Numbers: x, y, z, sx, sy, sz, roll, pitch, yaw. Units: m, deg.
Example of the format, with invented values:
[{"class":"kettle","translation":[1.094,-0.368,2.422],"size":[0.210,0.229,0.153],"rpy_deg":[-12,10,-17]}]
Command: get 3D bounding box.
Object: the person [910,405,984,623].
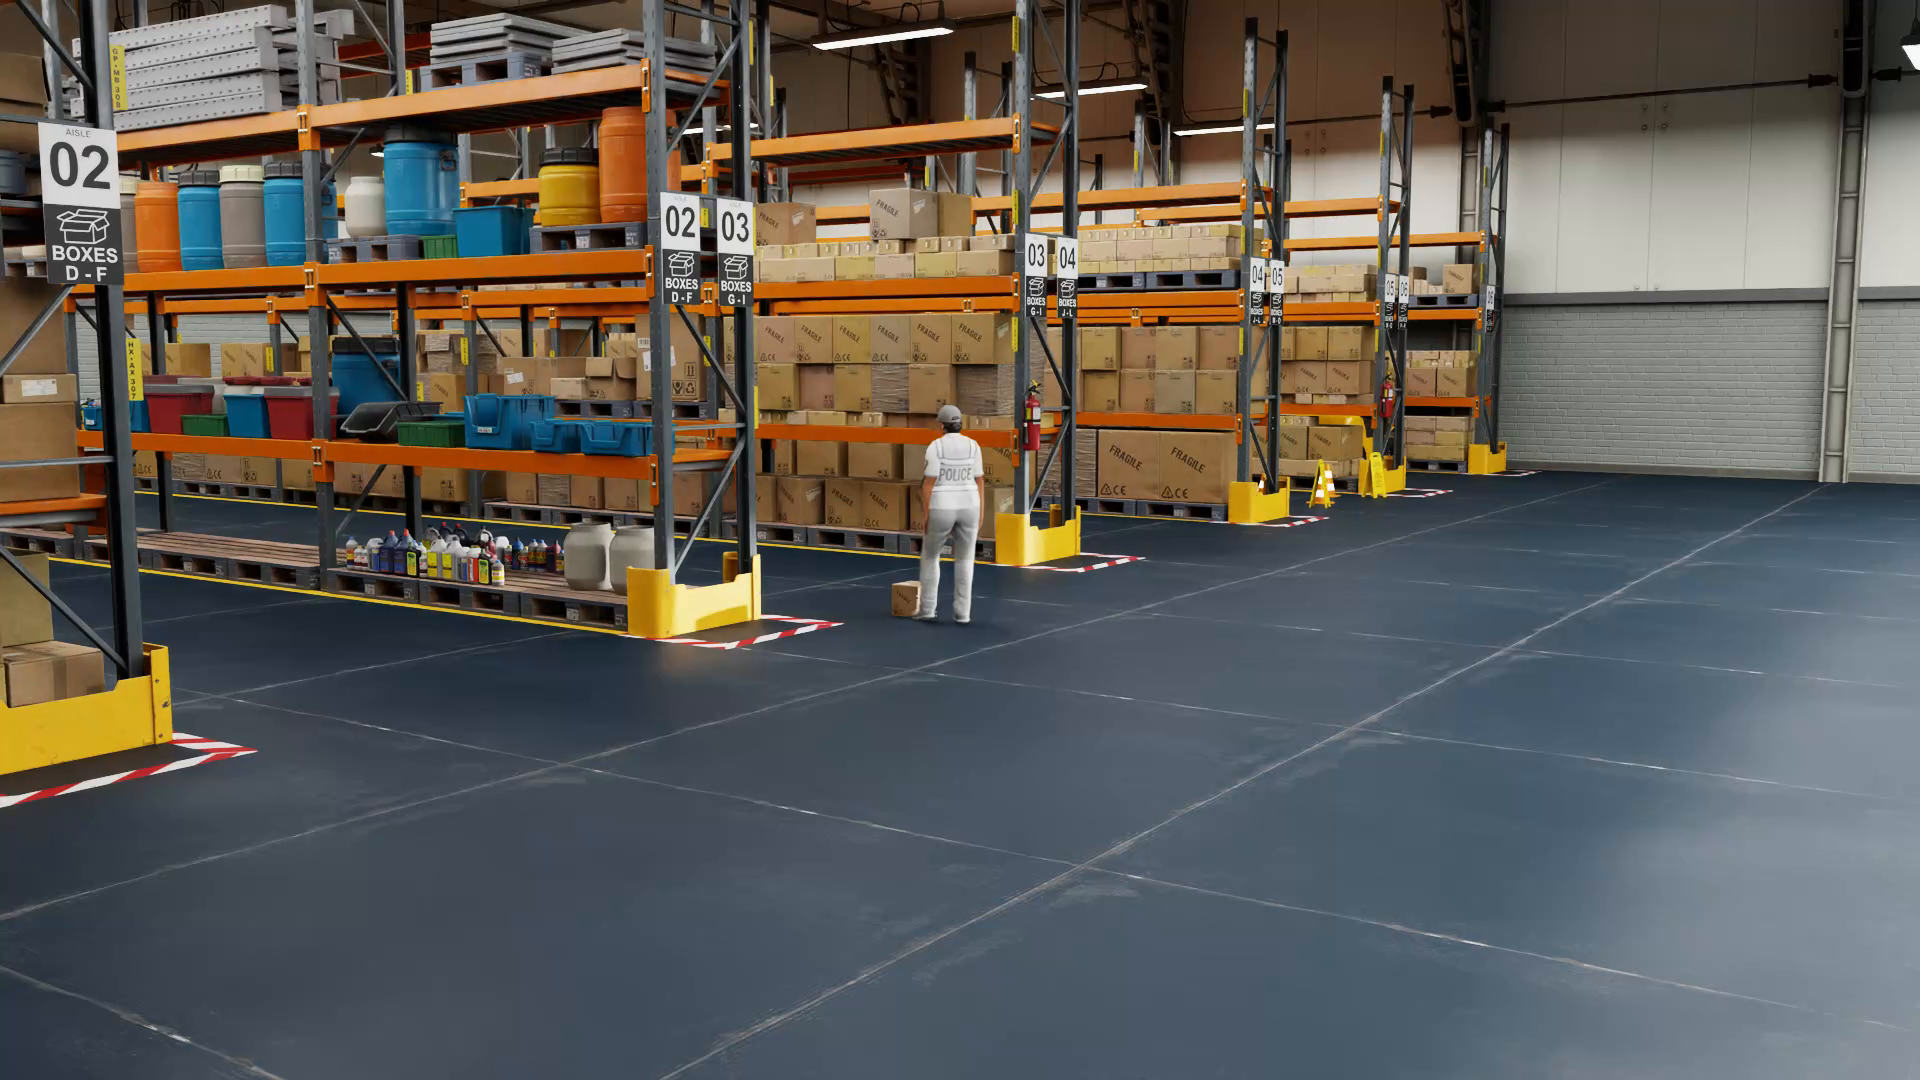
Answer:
[{"class":"person","translation":[-0.086,-0.195,12.744],"size":[0.523,1.682,0.550],"rpy_deg":[-2,7,-14]}]
